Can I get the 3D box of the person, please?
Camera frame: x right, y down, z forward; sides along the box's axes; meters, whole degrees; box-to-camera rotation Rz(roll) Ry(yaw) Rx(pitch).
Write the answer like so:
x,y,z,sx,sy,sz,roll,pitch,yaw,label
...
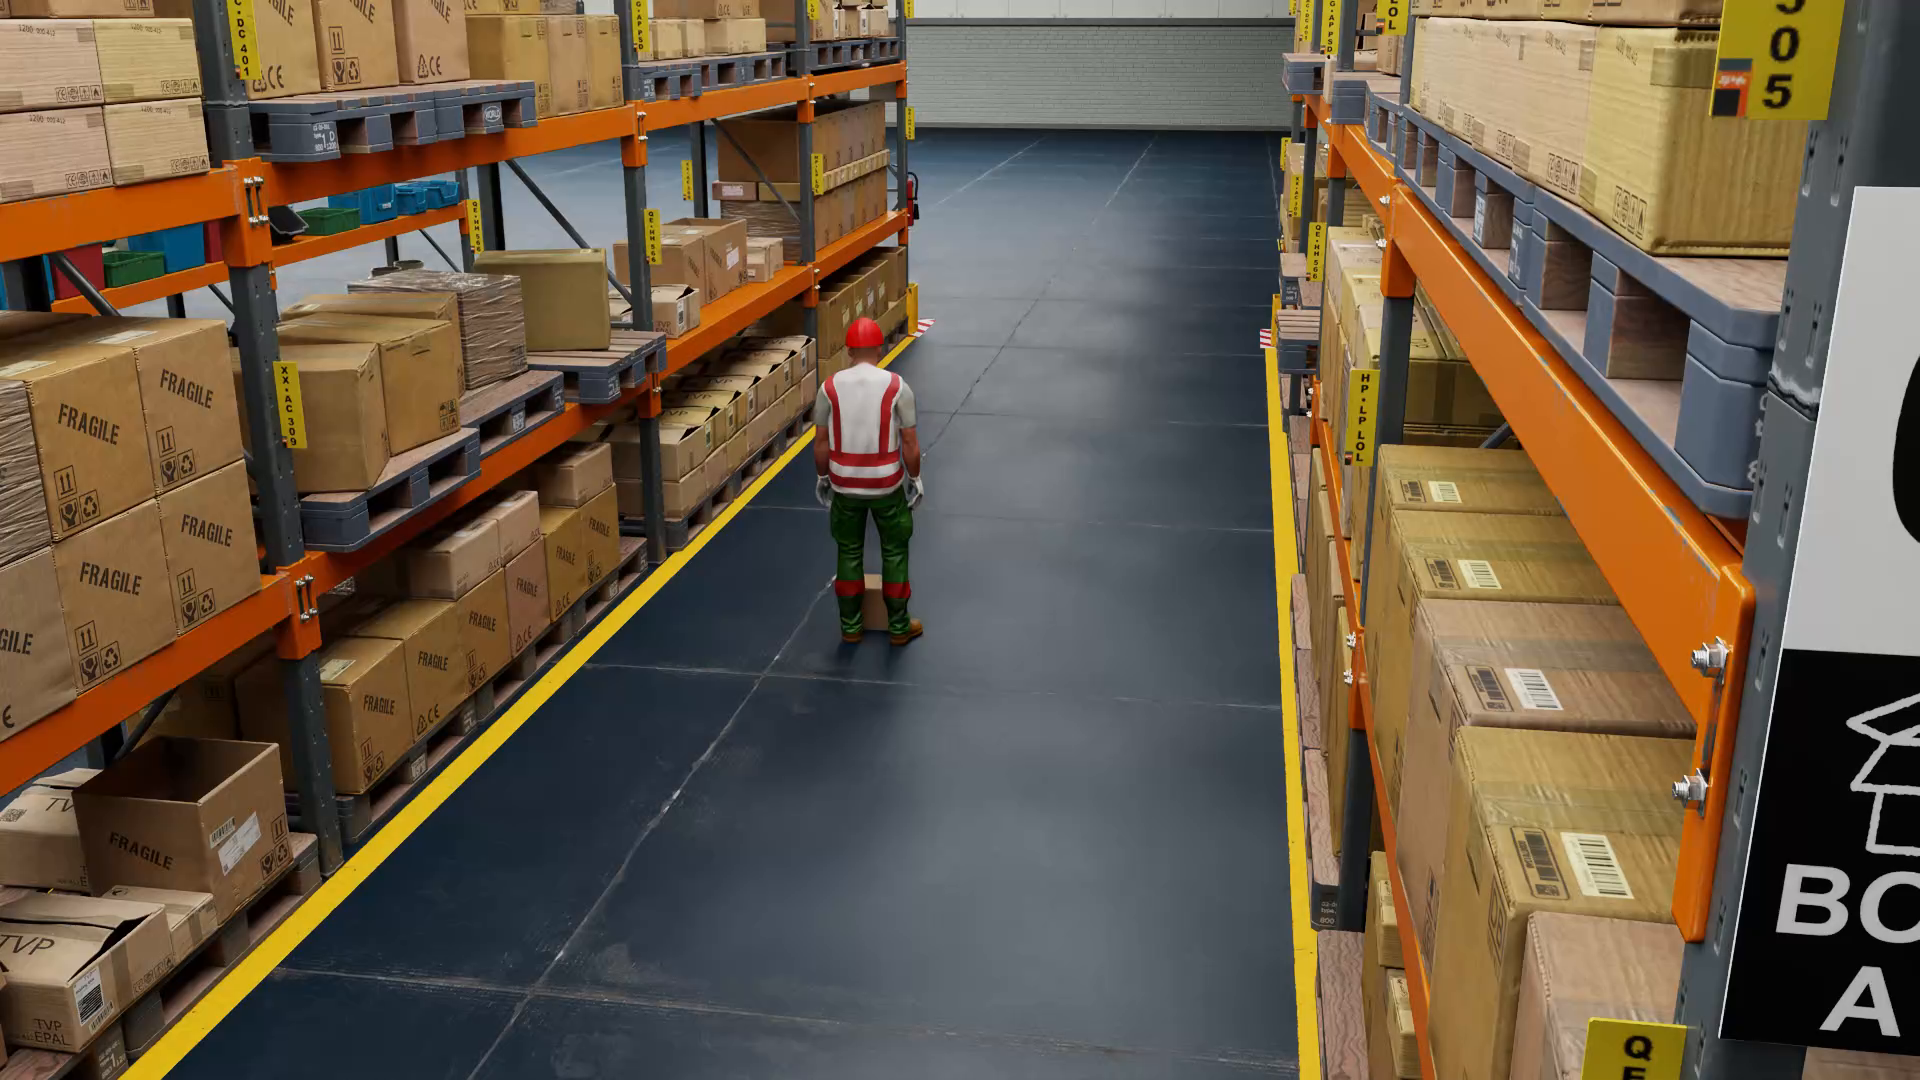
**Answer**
x,y,z,sx,sy,sz,roll,pitch,yaw,label
-0.491,-0.305,8.984,0.592,1.778,0.447,2,18,7,person
